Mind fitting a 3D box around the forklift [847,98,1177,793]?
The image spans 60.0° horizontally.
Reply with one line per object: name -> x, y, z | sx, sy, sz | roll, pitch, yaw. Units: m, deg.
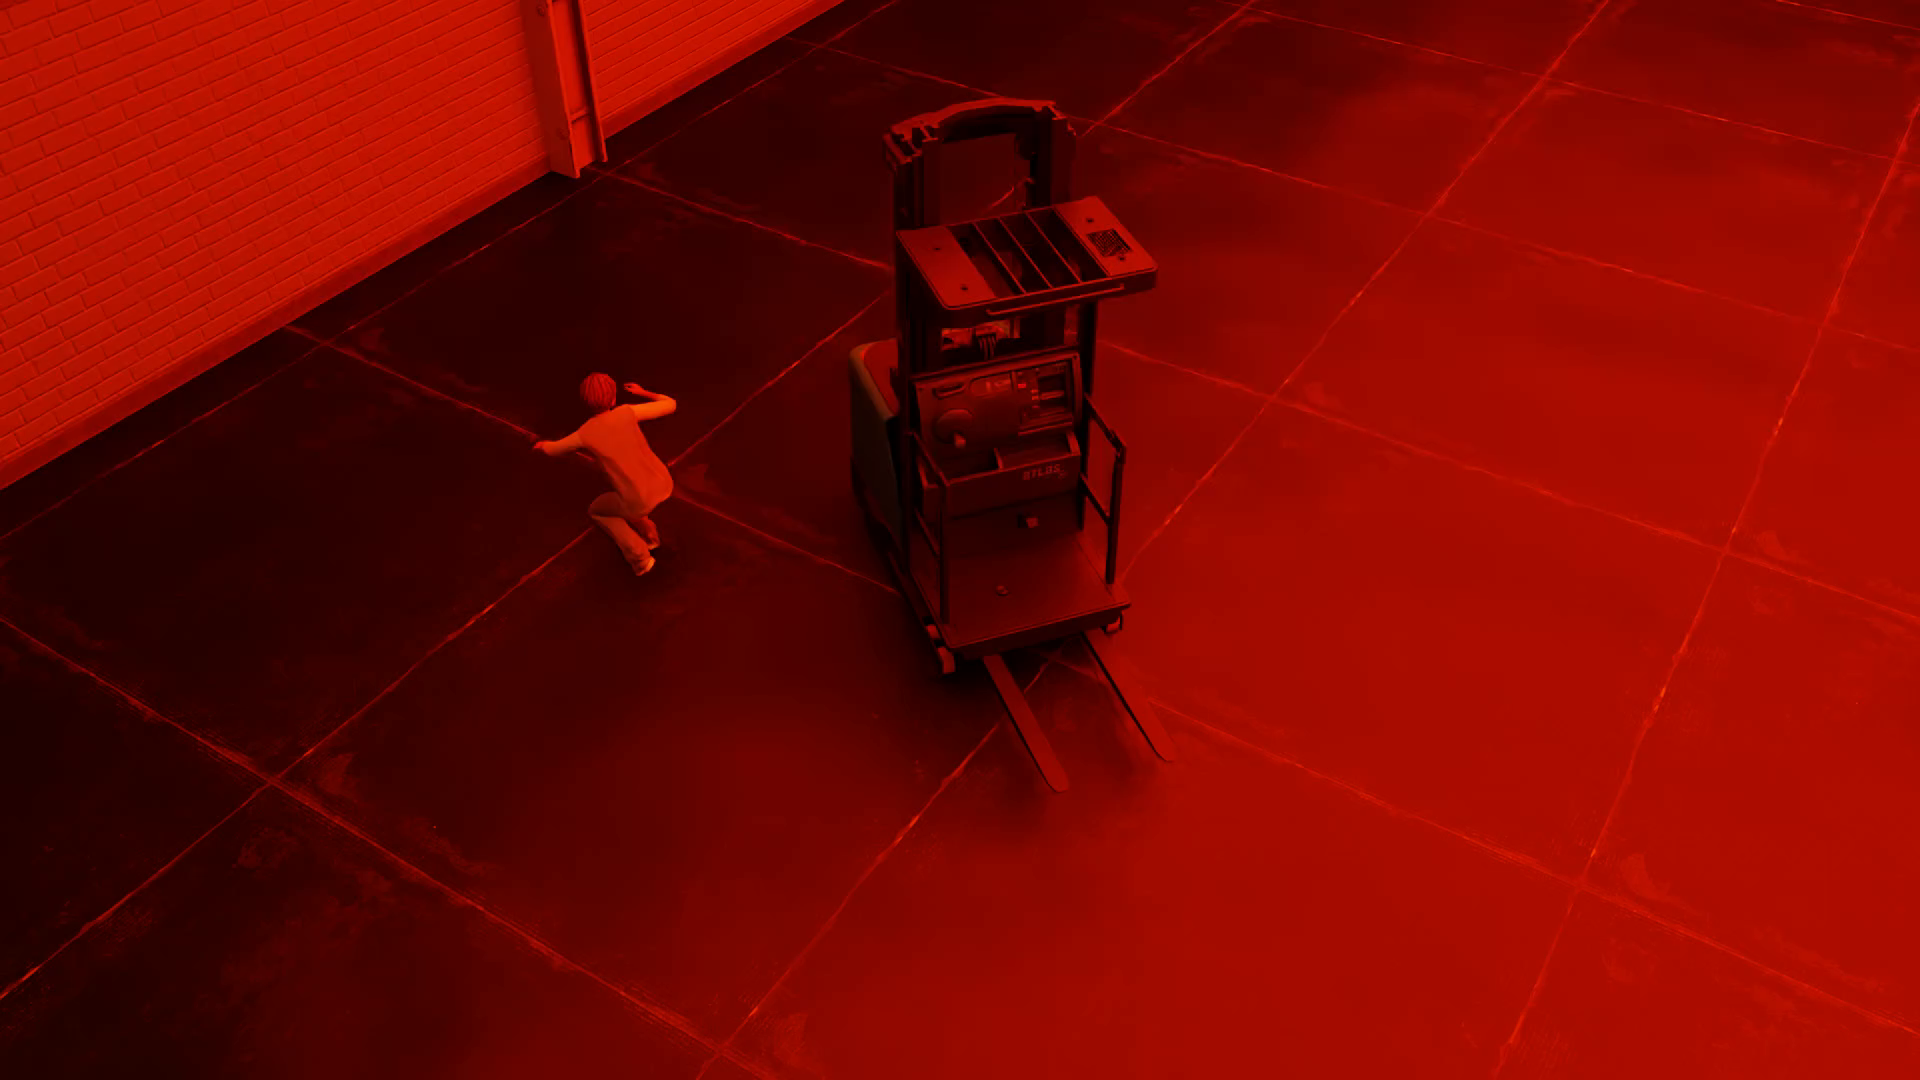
forklift -> 0.289, -0.666, 8.753 | 1.130, 2.935, 3.031 | -13, 42, -15

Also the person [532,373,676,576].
person -> -2.024, -0.452, 9.742 | 0.882, 1.331, 0.680 | 31, 49, 31
